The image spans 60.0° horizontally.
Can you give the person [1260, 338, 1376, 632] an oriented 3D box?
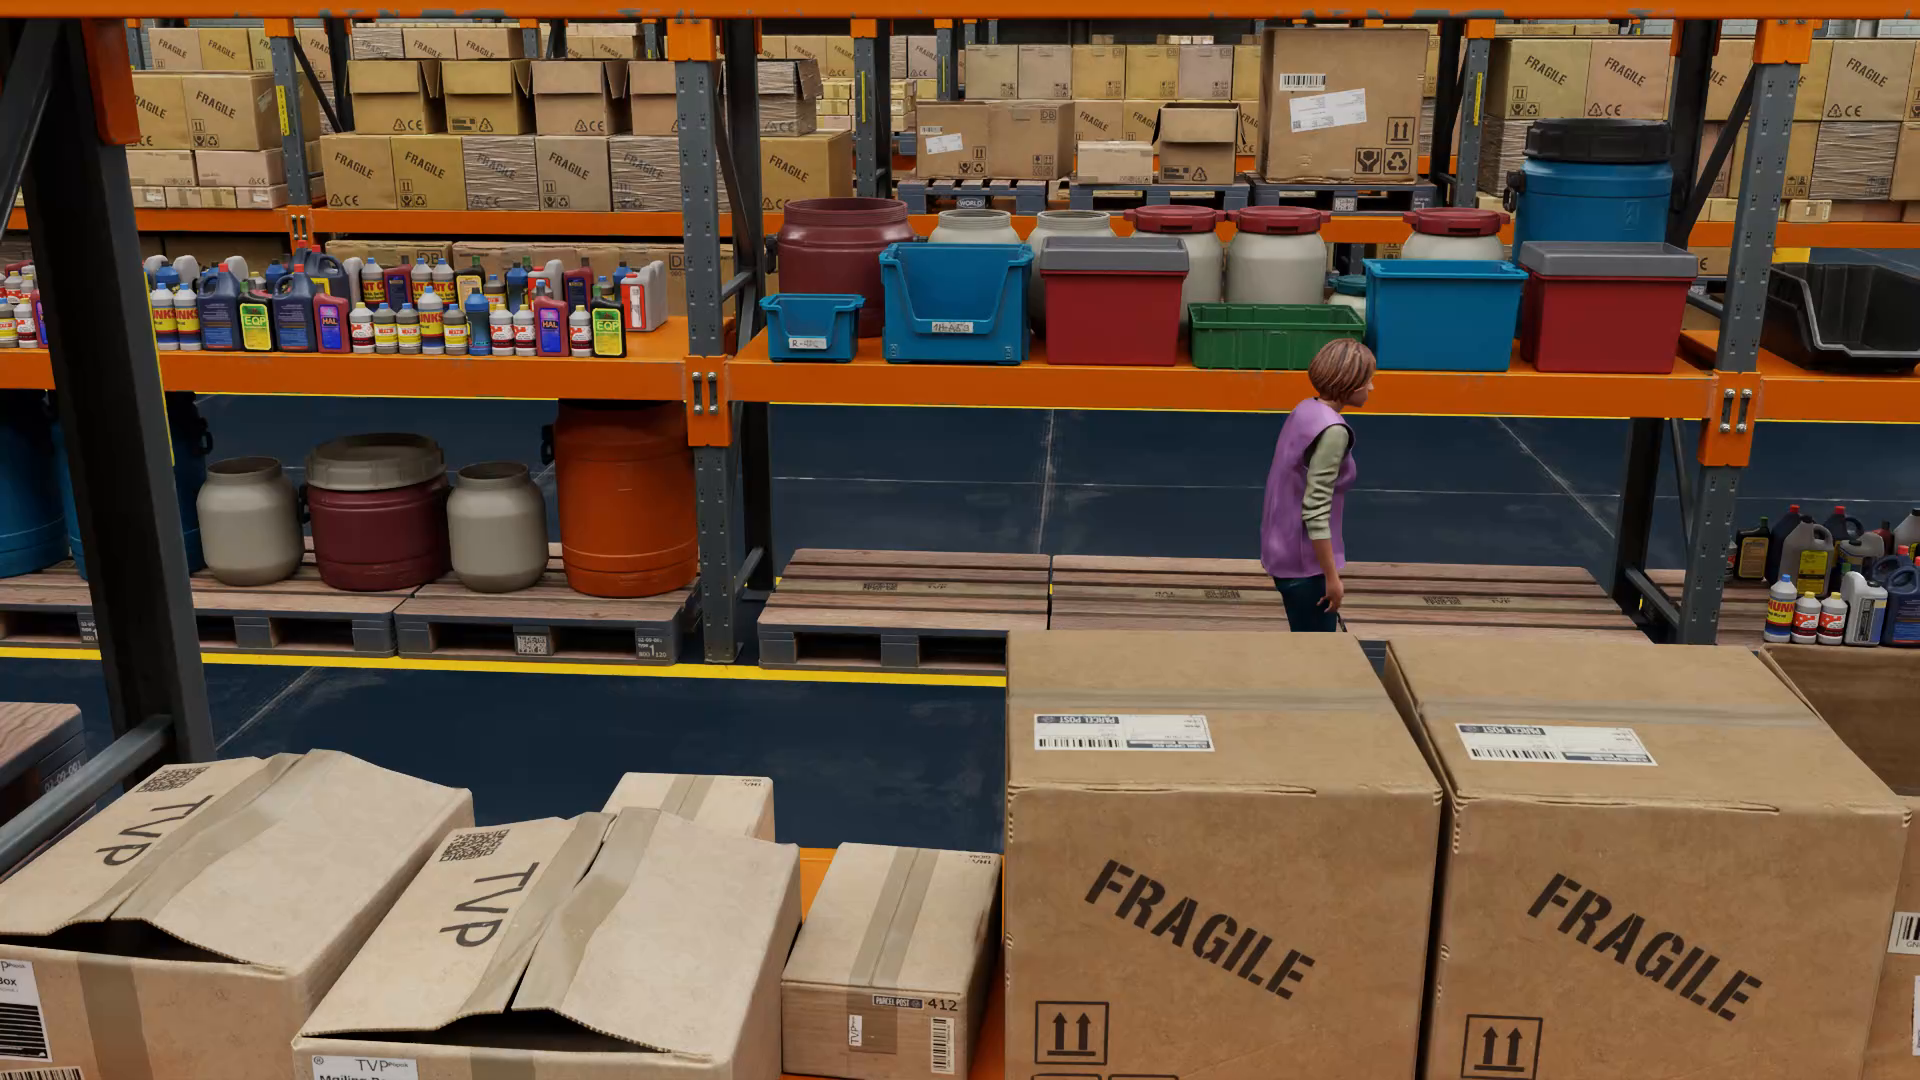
[{"bbox_3d":[1.224,0.091,5.786,0.347,1.593,0.477,1,18,2],"label":"person"}]
